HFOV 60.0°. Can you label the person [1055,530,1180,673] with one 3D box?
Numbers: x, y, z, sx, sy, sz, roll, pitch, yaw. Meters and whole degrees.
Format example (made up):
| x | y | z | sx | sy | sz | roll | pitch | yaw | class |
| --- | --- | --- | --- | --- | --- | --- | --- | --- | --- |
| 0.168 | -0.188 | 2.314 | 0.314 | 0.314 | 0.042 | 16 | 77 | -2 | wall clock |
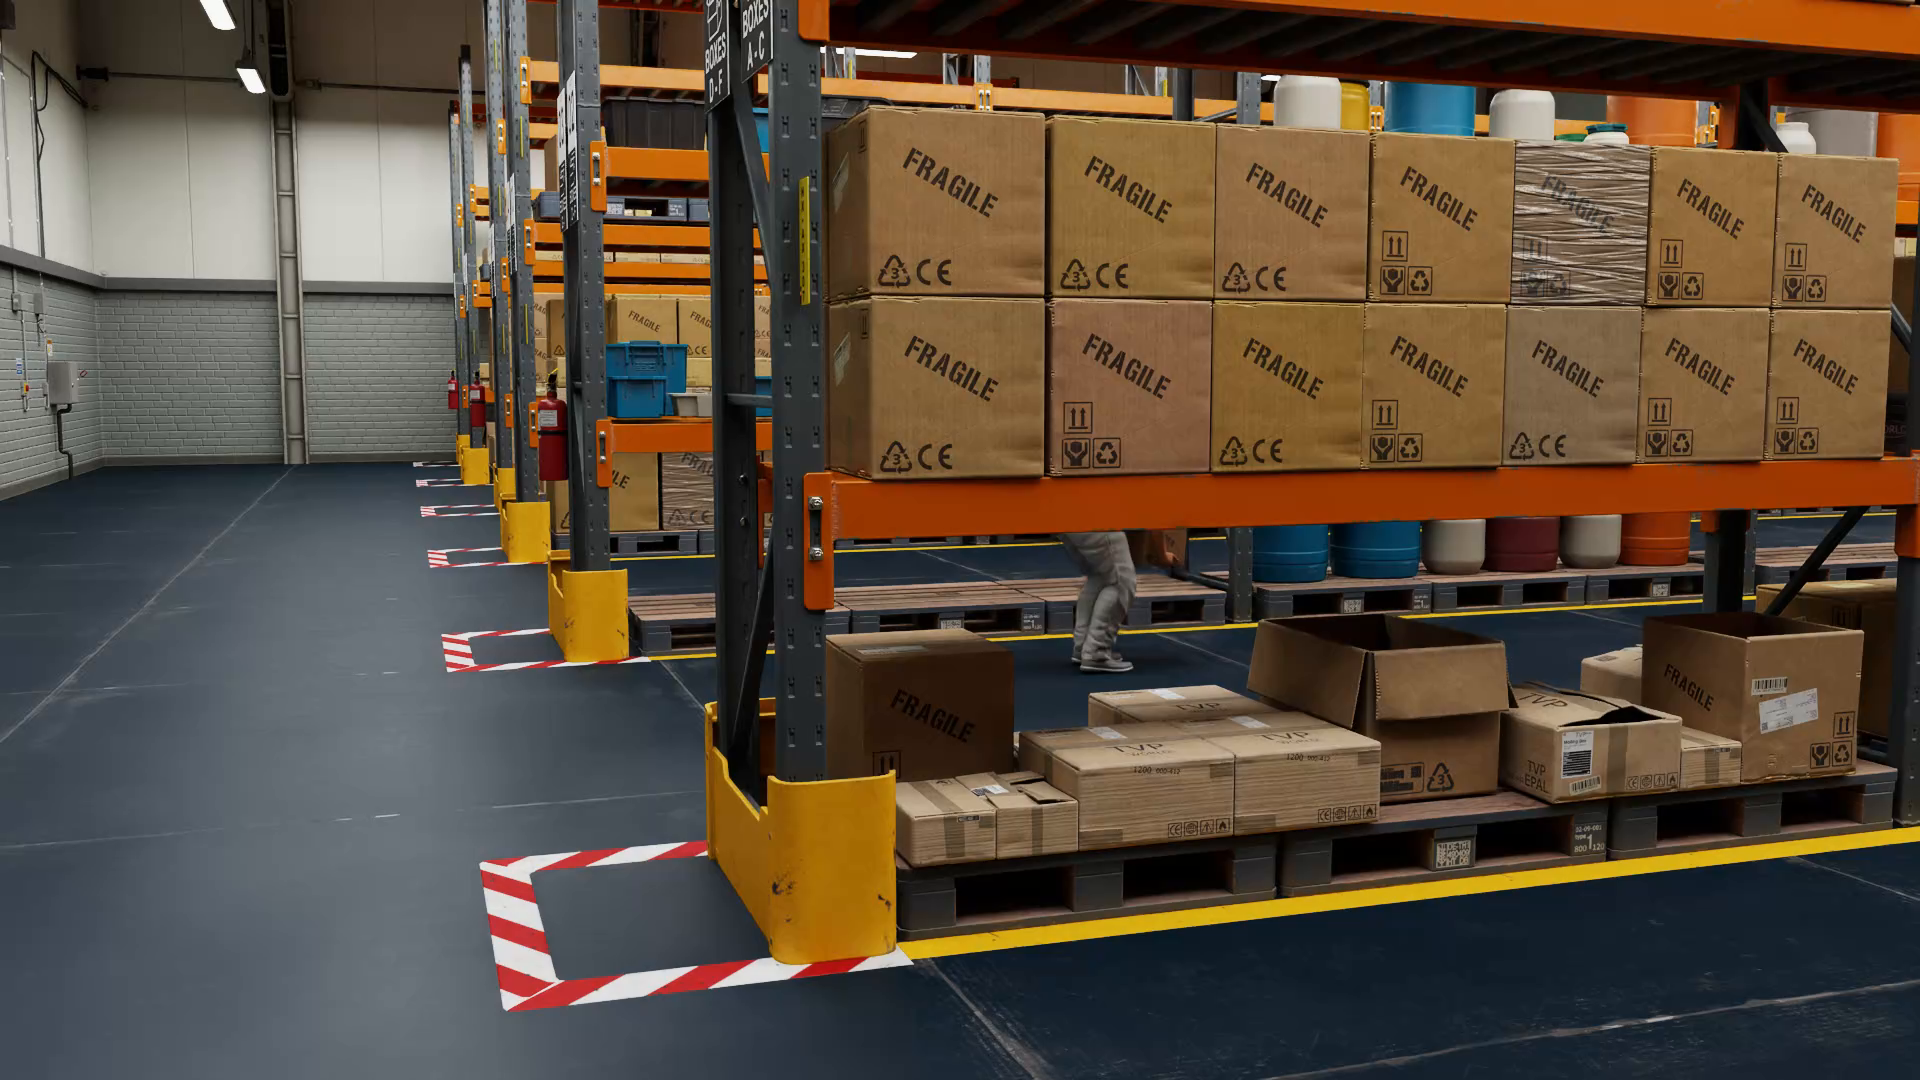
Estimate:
| x | y | z | sx | sy | sz | roll | pitch | yaw | class |
| --- | --- | --- | --- | --- | --- | --- | --- | --- | --- |
| 0.885 | -0.010 | 8.965 | 0.837 | 1.405 | 0.461 | -2 | 6 | -20 | person |
